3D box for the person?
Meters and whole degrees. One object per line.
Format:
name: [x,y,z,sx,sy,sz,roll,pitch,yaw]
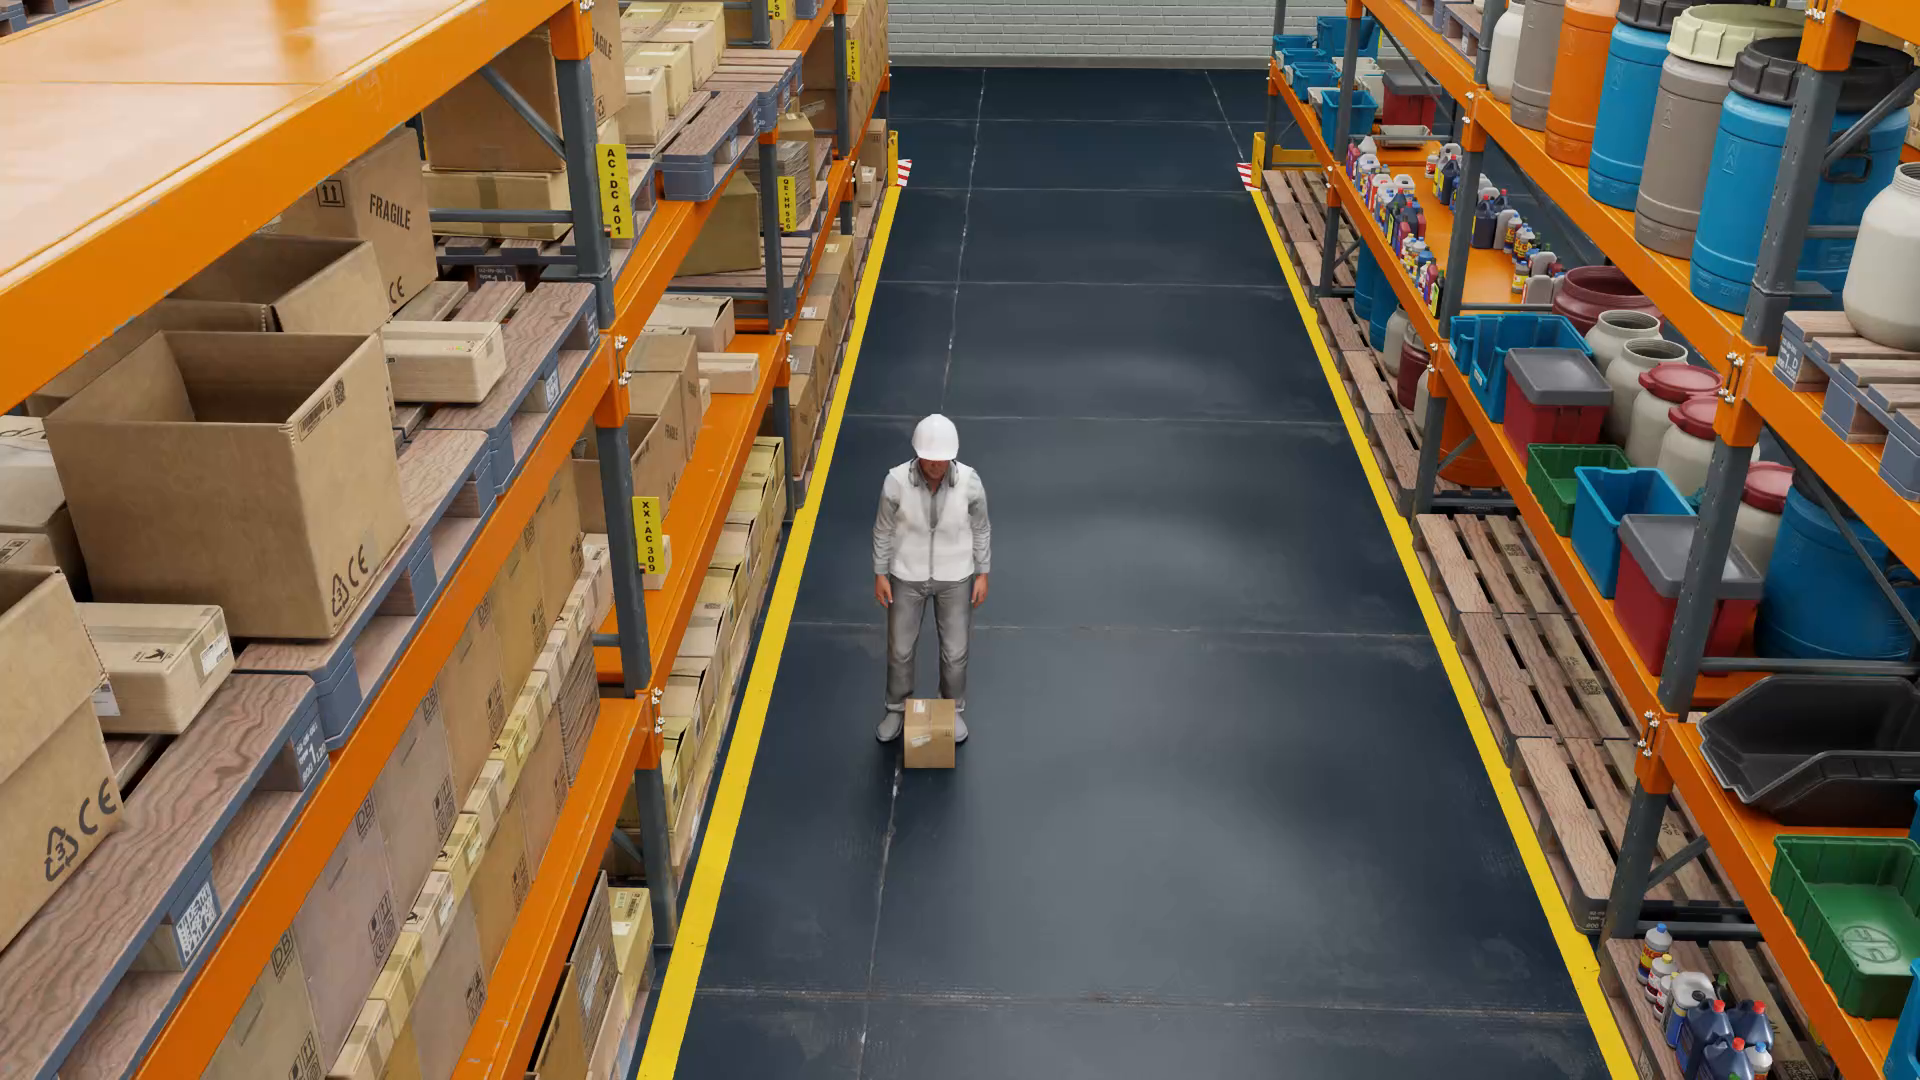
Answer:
person: [-0.142,0.179,8.253,0.592,1.771,0.465,-1,28,-1]
